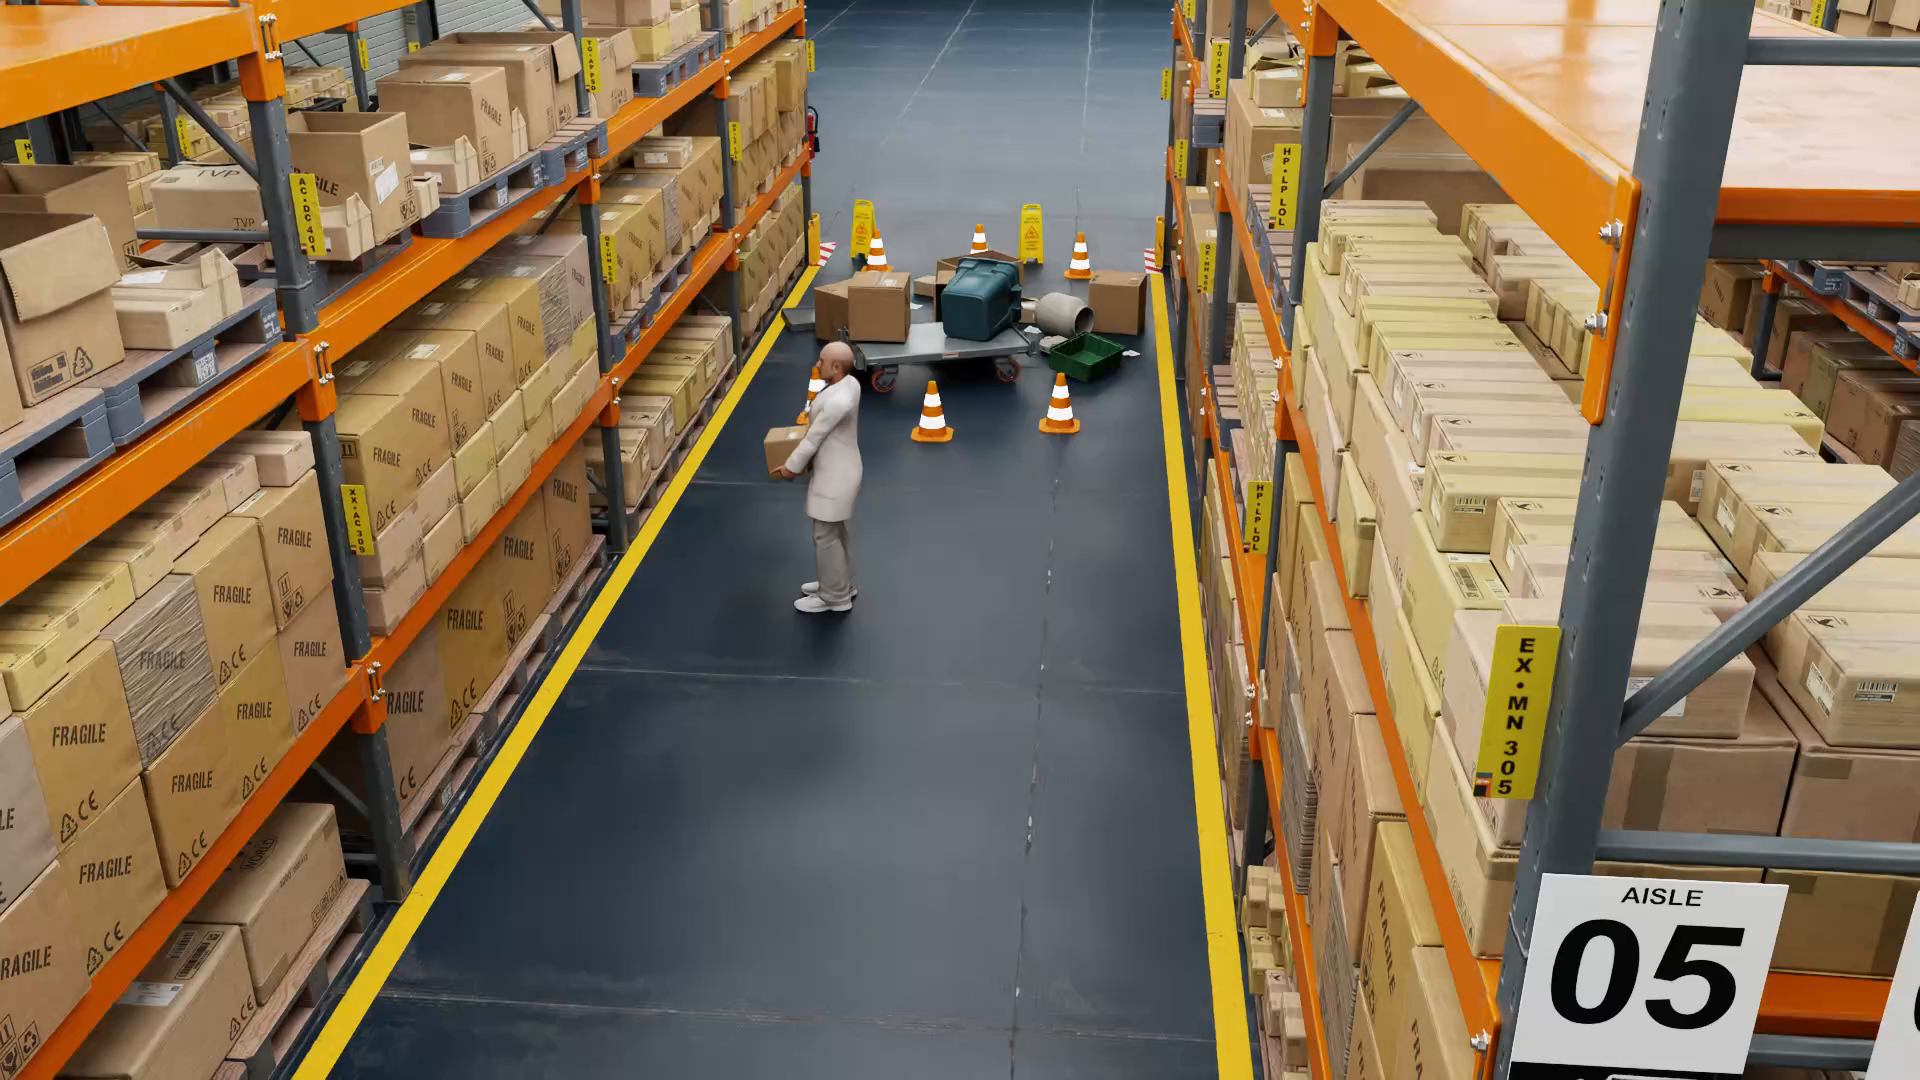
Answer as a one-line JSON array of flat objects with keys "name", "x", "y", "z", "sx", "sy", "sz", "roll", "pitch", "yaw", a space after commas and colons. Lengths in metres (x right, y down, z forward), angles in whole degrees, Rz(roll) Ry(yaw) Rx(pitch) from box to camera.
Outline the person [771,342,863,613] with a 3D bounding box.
[{"name": "person", "x": -0.898, "y": -0.401, "z": 10.518, "sx": 0.554, "sy": 1.779, "sz": 0.520, "roll": 2, "pitch": 24, "yaw": 4}]
